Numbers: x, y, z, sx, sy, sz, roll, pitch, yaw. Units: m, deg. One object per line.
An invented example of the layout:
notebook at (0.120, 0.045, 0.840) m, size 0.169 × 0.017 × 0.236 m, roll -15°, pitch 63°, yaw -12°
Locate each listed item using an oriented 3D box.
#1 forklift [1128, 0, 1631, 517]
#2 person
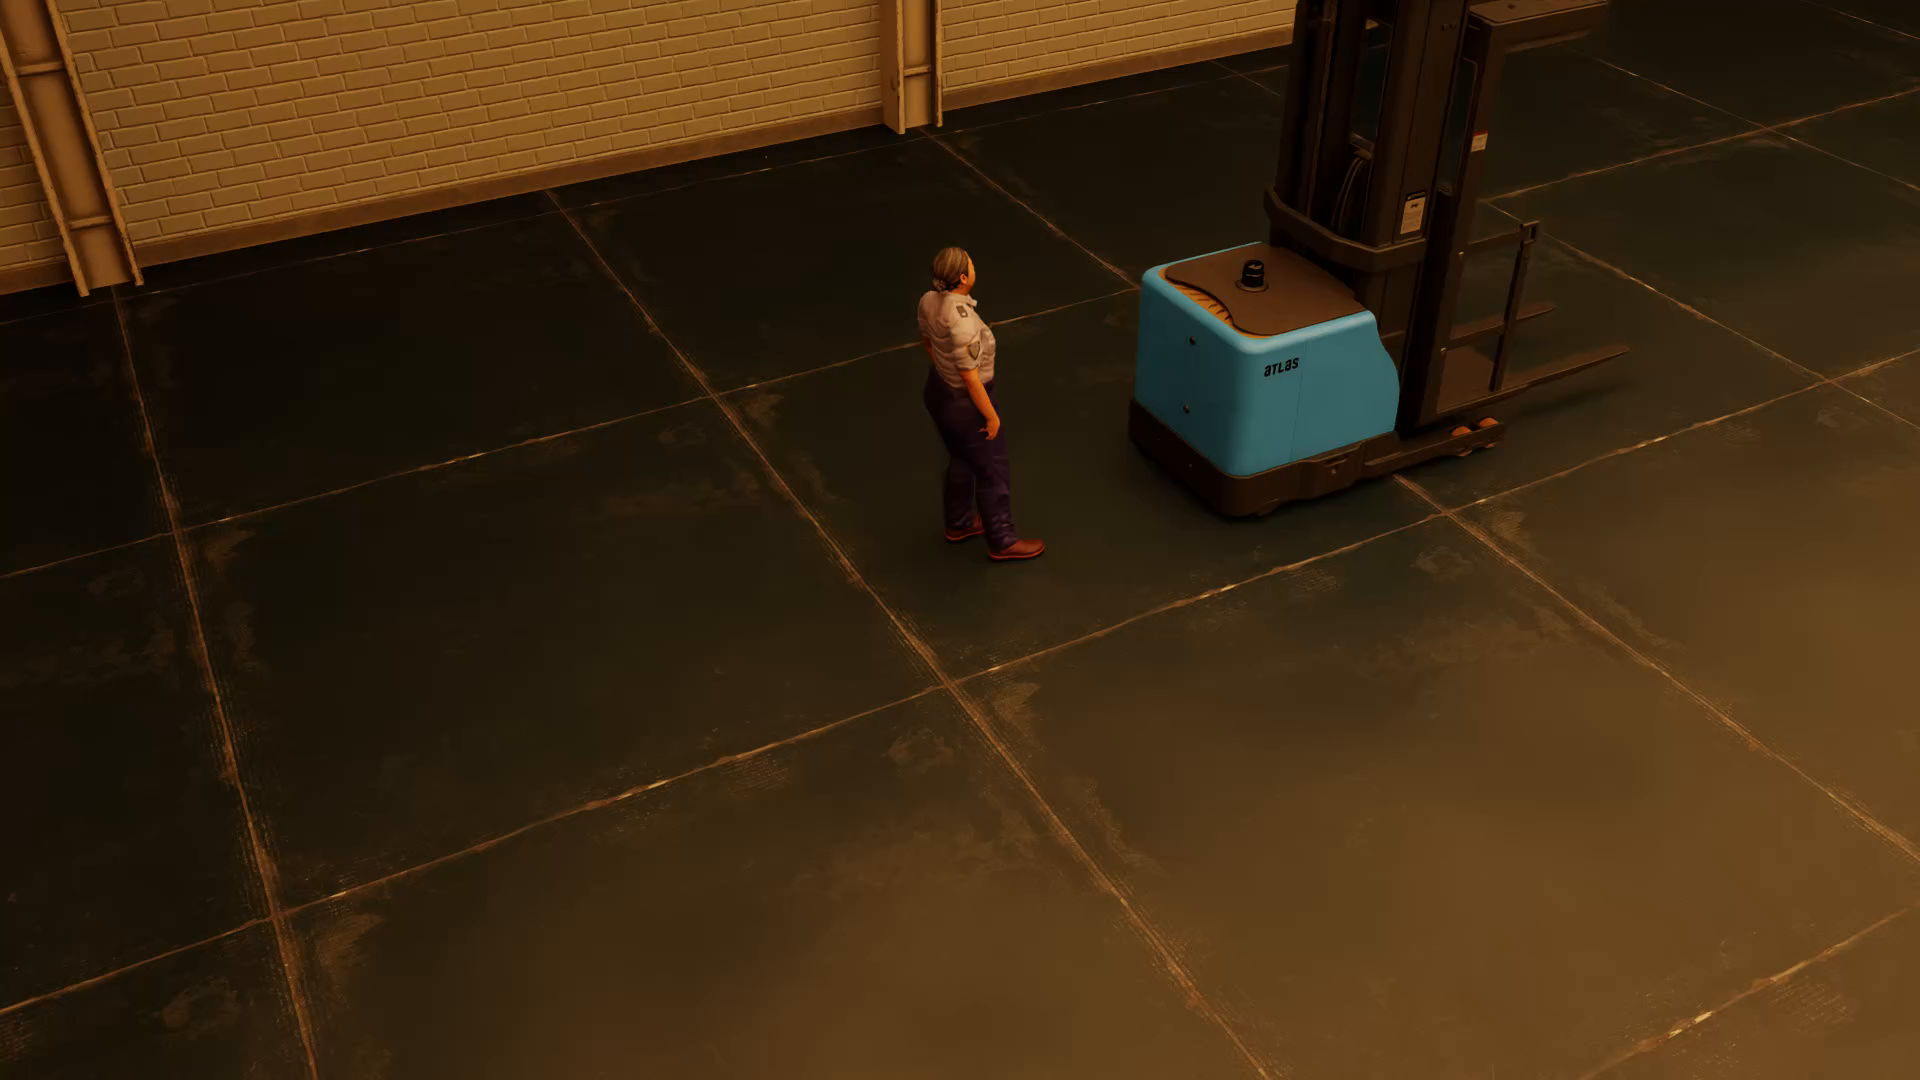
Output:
forklift at (2.498, -1.916, 8.833) m, size 3.031 × 2.935 × 1.130 m, roll -17°, pitch 39°, yaw -23°
person at (0.099, -0.693, 8.220) m, size 0.503 × 1.652 × 0.609 m, roll -16°, pitch 38°, yaw -21°
